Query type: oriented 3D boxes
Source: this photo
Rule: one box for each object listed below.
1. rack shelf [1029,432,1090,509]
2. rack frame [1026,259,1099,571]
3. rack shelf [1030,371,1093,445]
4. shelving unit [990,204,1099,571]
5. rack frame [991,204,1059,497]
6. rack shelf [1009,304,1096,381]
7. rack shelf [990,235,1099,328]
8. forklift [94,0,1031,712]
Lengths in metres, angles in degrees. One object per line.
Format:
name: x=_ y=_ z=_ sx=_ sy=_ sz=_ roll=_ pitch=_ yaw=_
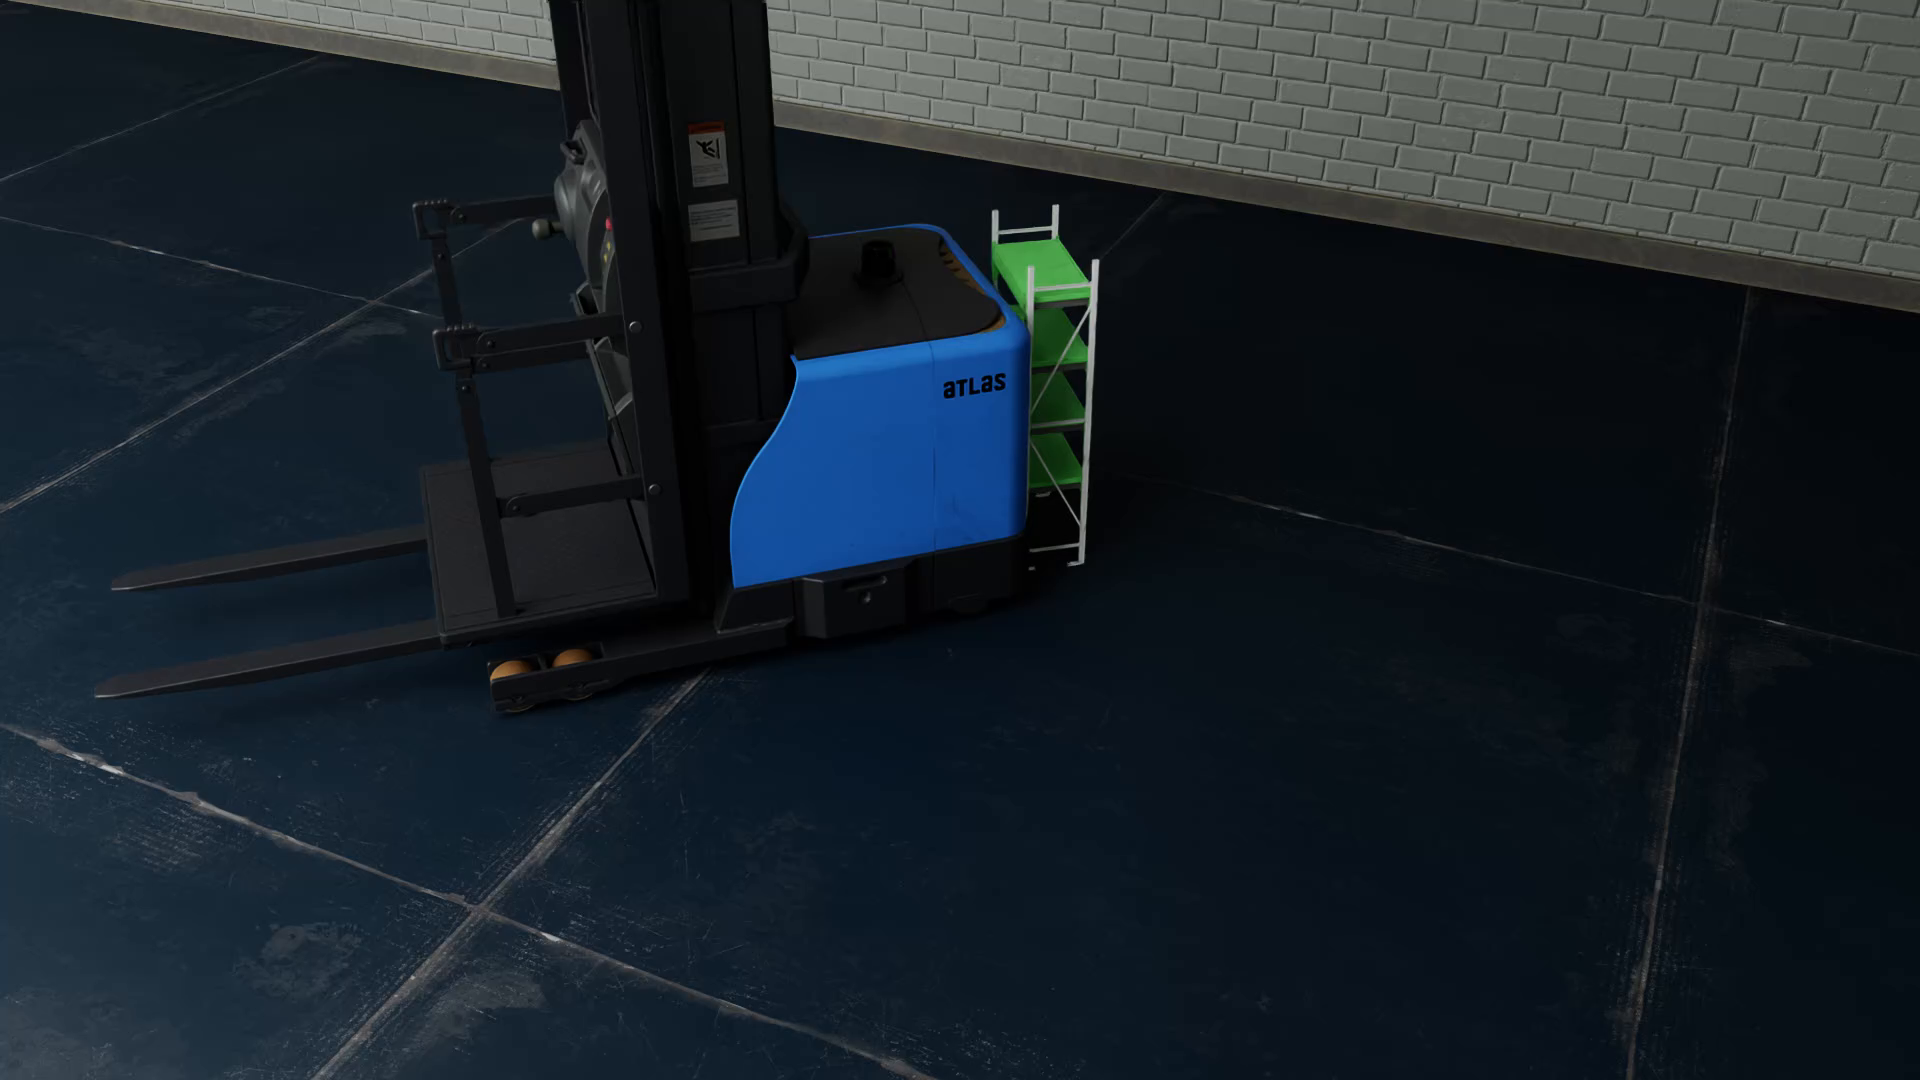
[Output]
rack shelf: x=0.285 y=-0.280 z=6.137 sx=0.258 sy=0.148 sz=0.480 roll=-7 pitch=34 yaw=-11
rack frame: x=0.339 y=-0.404 z=5.772 sx=0.240 sy=1.200 sz=0.015 roll=-7 pitch=34 yaw=-11
rack shelf: x=0.285 y=-0.481 z=6.006 sx=0.258 sy=0.148 sz=0.480 roll=-7 pitch=34 yaw=-11
shelving unit: x=0.285 y=-0.534 z=5.971 sx=0.258 sy=1.200 sz=0.503 roll=-7 pitch=34 yaw=-11
rack frame: x=0.231 y=-0.665 z=6.170 sx=0.240 sy=1.200 sz=0.015 roll=-7 pitch=34 yaw=-11
rack shelf: x=0.285 y=-0.682 z=5.874 sx=0.258 sy=0.148 sz=0.480 roll=-7 pitch=34 yaw=-11
rack shelf: x=0.285 y=-0.882 z=5.742 sx=0.258 sy=0.148 sz=0.480 roll=-7 pitch=34 yaw=-11
forklift: x=-1.331 y=-0.993 z=5.092 sx=3.031 sy=2.935 sz=1.130 roll=-10 pitch=35 yaw=-15
